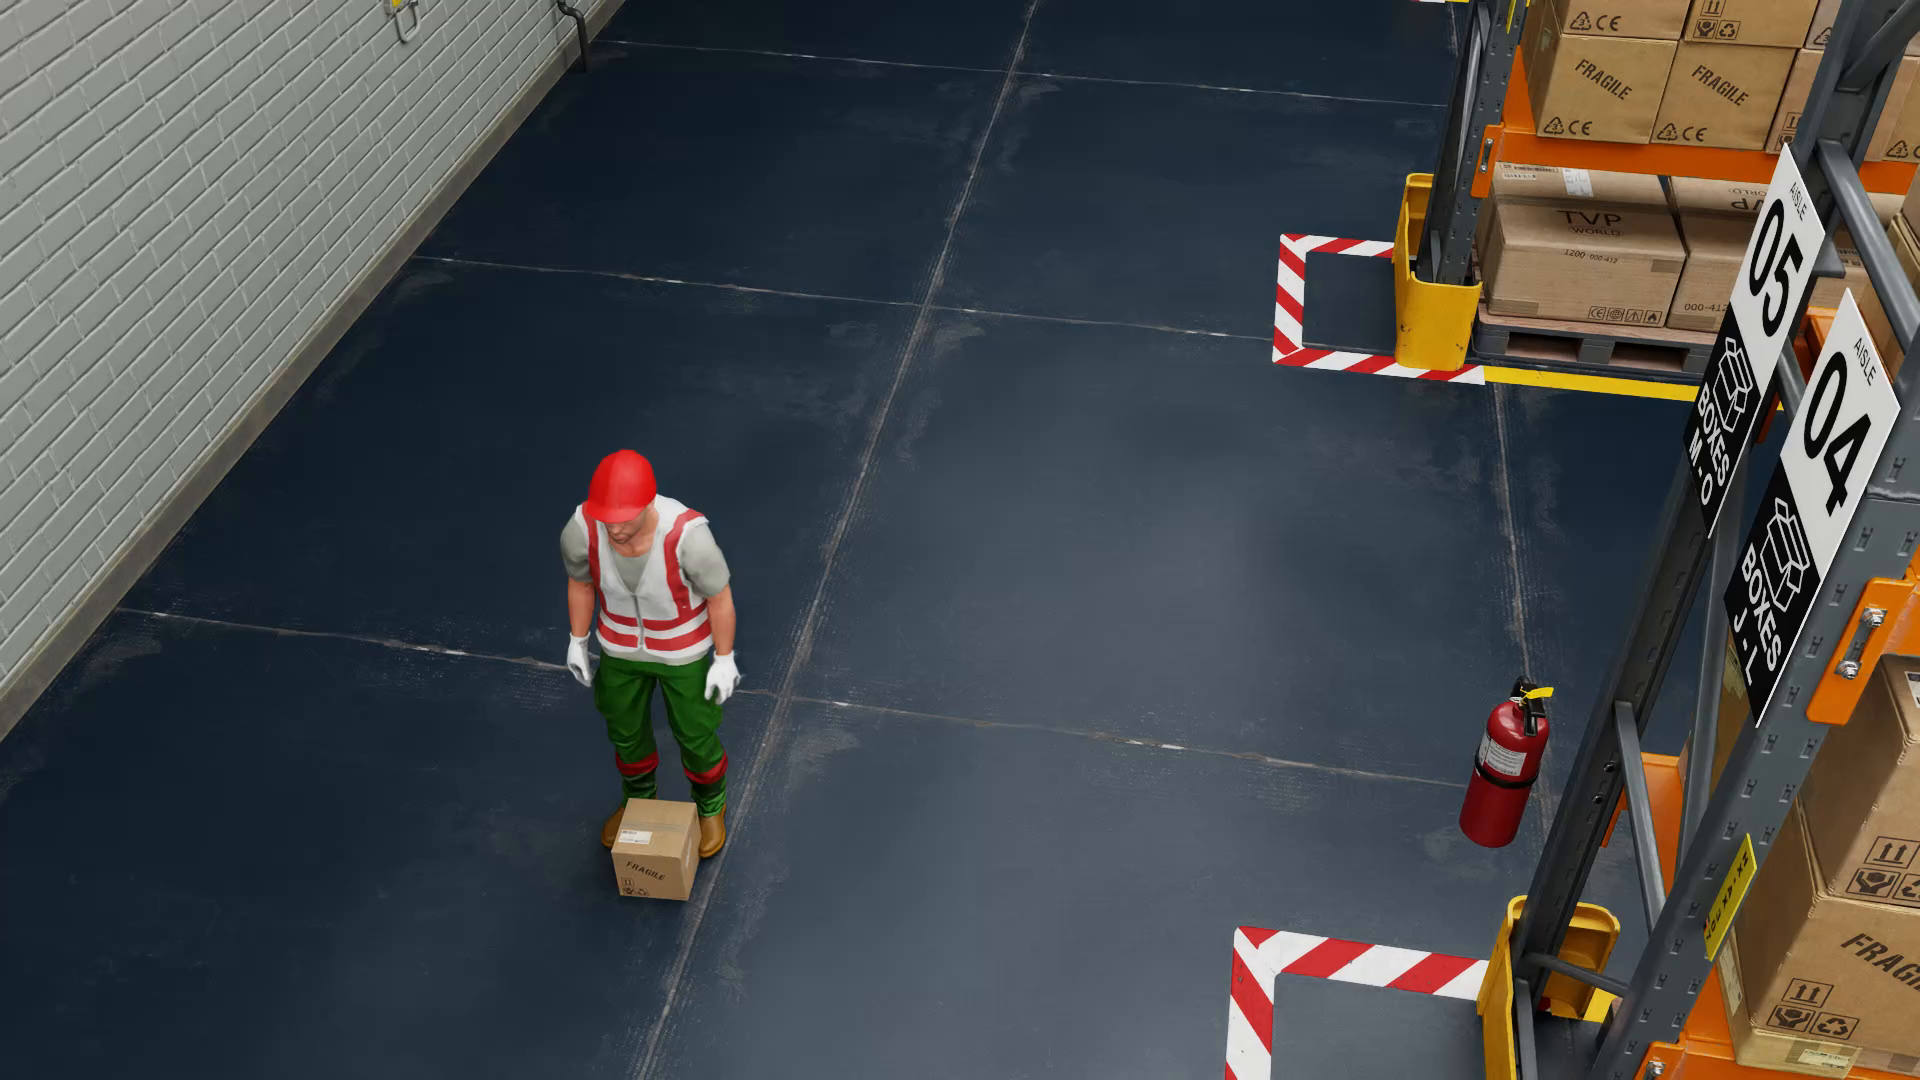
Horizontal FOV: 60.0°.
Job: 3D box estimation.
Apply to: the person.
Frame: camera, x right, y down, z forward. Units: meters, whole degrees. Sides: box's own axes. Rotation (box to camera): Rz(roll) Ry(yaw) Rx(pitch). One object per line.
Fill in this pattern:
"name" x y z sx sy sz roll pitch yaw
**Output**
"person" -1.050 0.390 5.683 0.607 1.779 0.451 6 41 8
